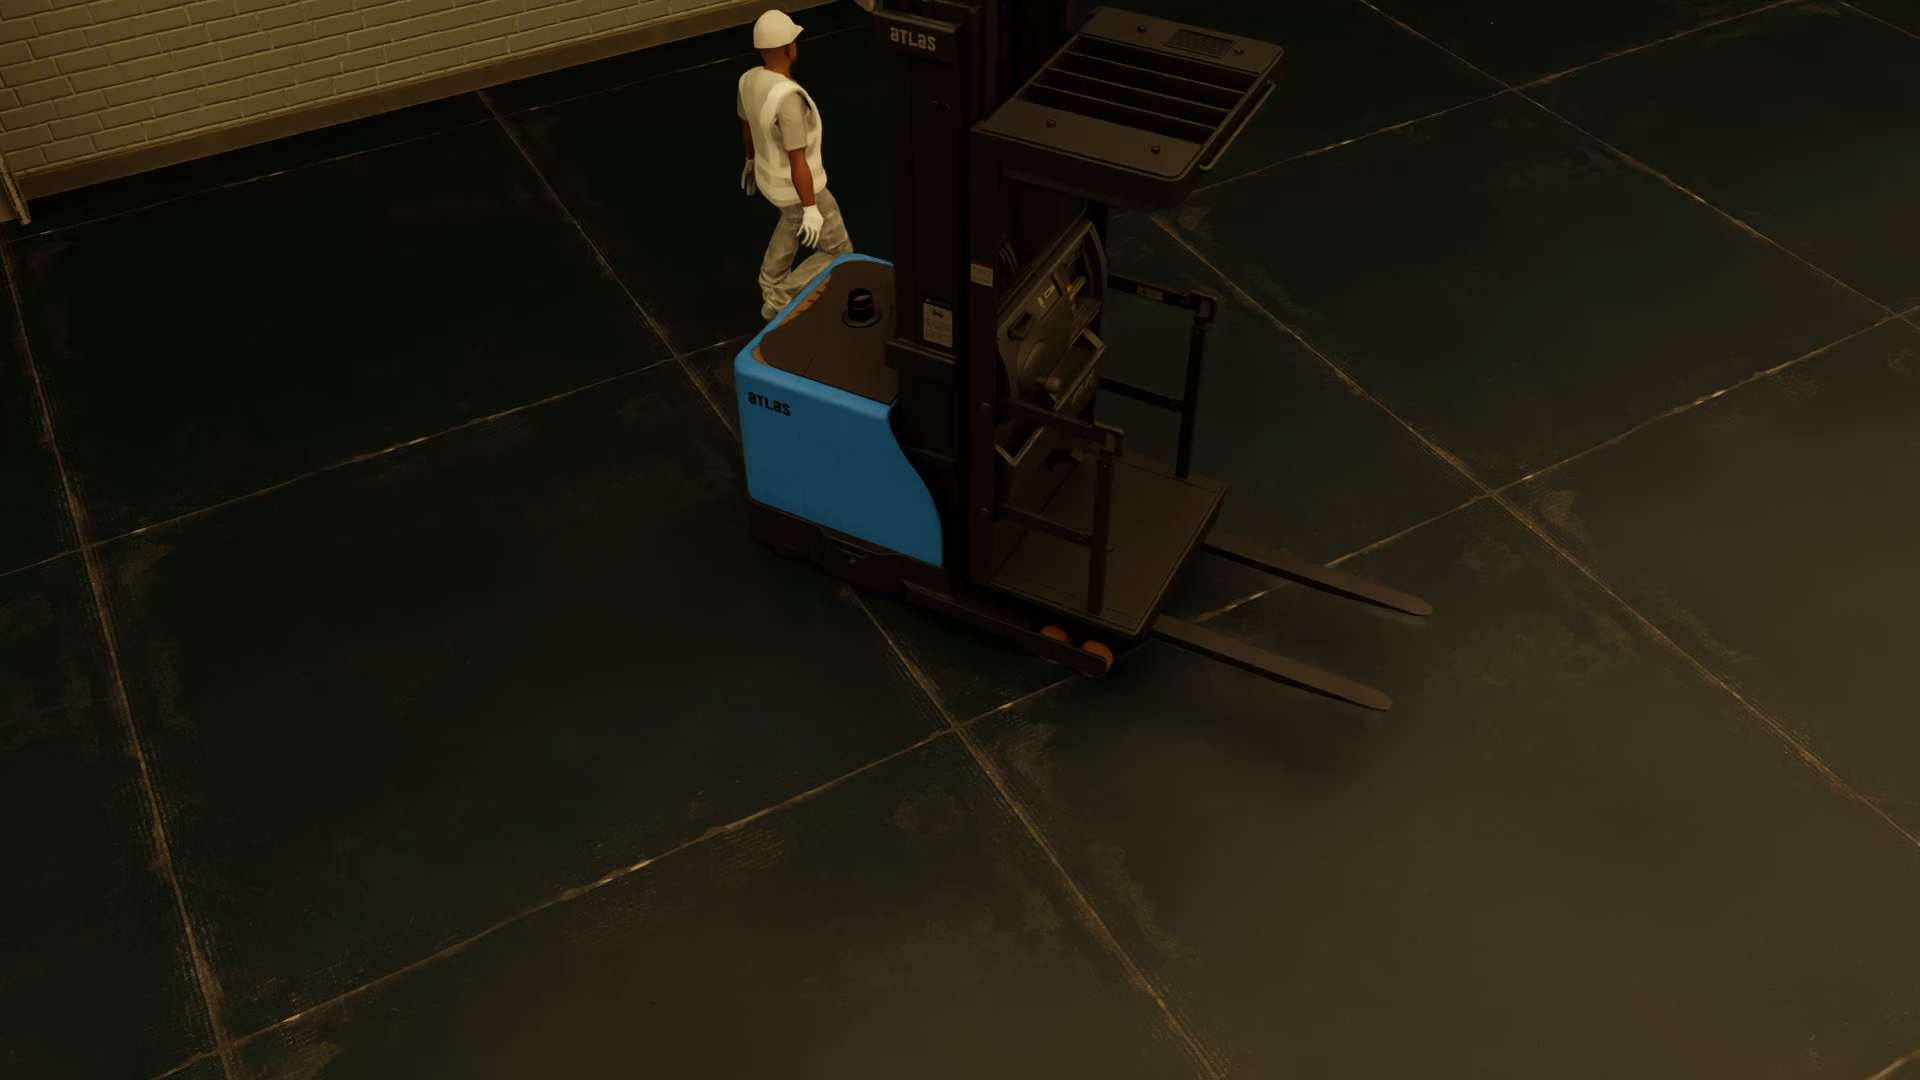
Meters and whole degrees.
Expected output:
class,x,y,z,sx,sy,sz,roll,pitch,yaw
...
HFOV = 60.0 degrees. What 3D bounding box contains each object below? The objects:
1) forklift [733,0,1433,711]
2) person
class,x,y,z,sx,sy,sz,roll,pitch,yaw
forklift,0.557,-0.891,6.658,3.031,2.935,1.130,19,46,20
person,-0.861,-1.822,8.441,0.508,1.683,0.889,-19,46,-19
